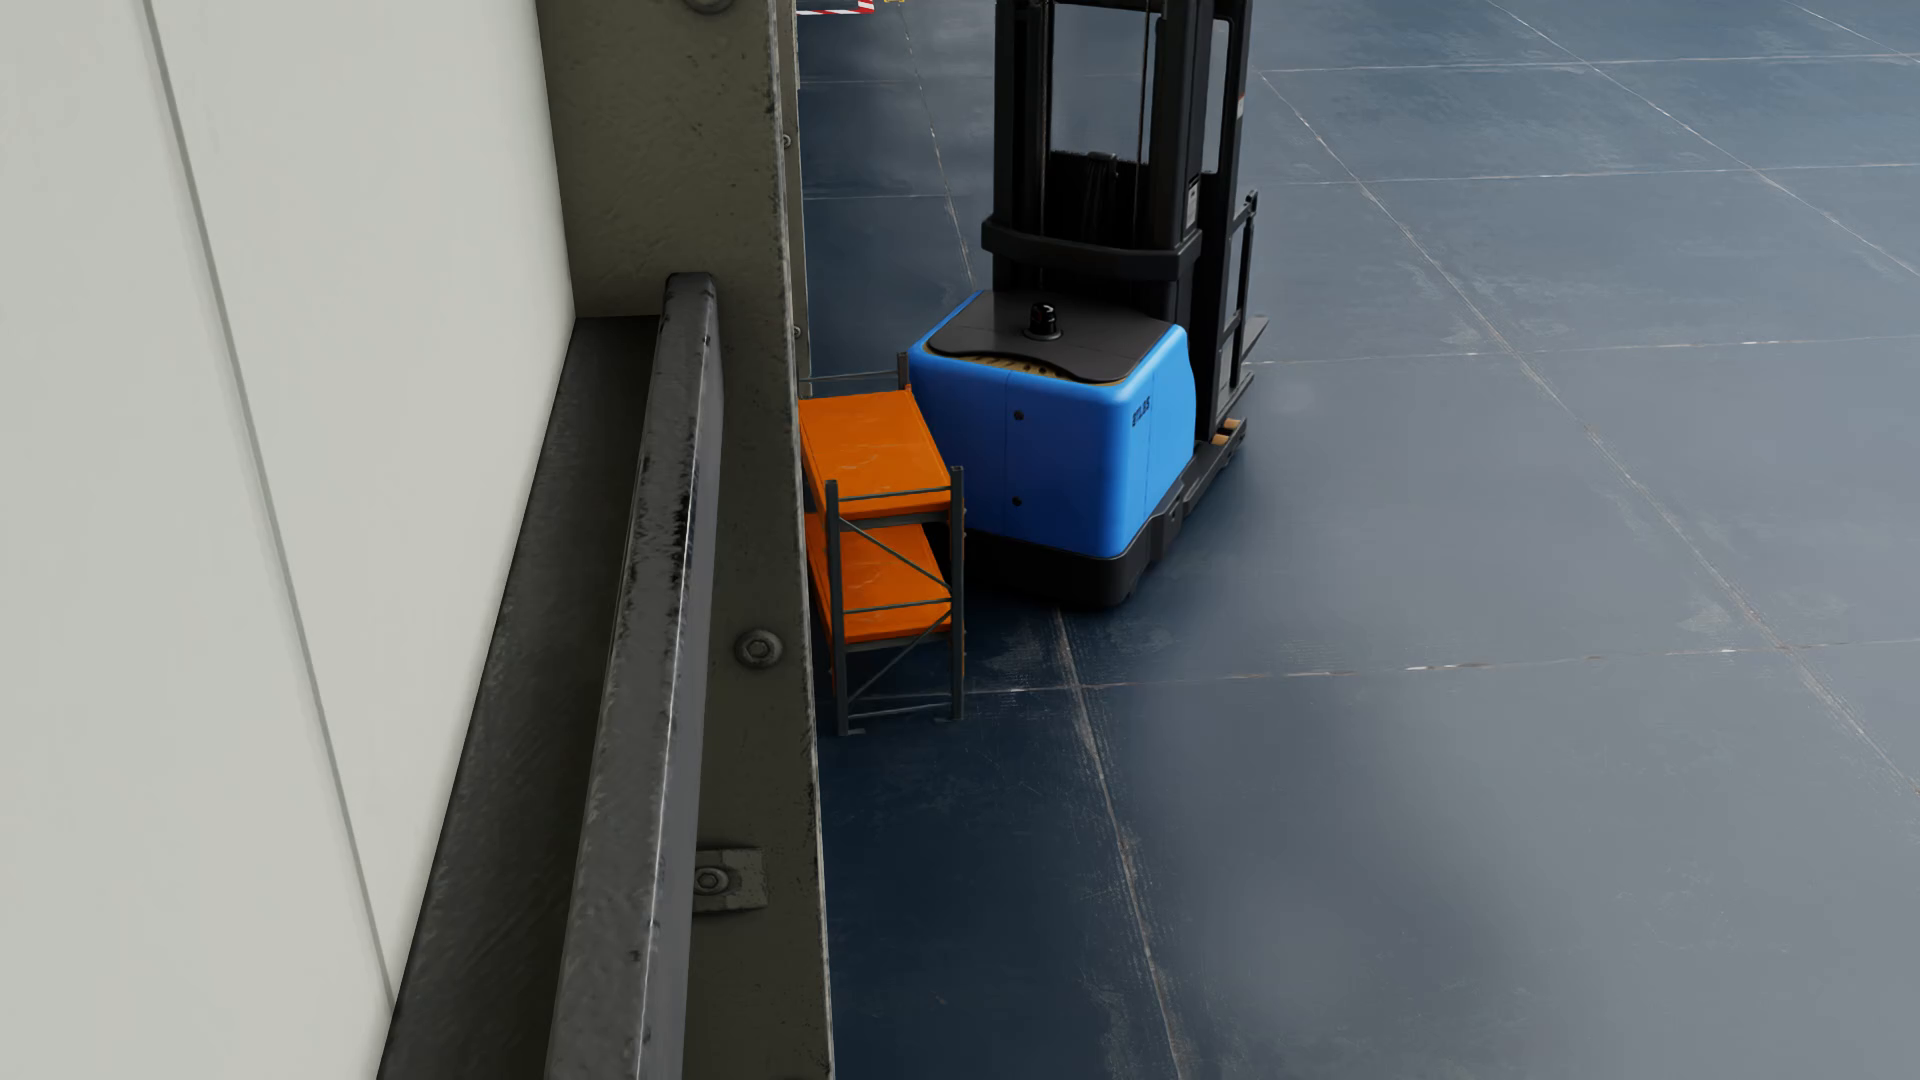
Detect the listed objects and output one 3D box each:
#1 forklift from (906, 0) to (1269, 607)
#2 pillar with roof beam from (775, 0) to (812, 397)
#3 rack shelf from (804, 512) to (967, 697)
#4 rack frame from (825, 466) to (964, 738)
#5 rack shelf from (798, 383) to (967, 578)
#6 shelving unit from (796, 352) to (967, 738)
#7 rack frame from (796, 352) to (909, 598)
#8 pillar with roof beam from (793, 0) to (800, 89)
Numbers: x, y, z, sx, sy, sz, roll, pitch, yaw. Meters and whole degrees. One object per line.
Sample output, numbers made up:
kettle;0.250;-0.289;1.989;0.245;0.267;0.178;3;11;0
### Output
forklift;0.818;-1.708;7.751;1.130;2.935;3.031;13;33;21
pillar with roof beam;3.308;-4.948;7.259;9.100;9.000;0.400;-3;31;-5
rack shelf;-0.346;0.205;6.786;0.538;0.278;1.000;-7;31;-11
rack frame;-0.234;0.250;6.235;0.500;1.125;0.032;-7;31;-11
rack shelf;-0.346;-0.256;6.510;0.538;0.278;1.000;-7;31;-11
shelving unit;-0.346;-0.004;6.661;0.538;1.125;1.048;-7;31;-11
rack frame;-0.458;-0.259;7.086;0.500;1.125;0.032;-7;31;-11
pillar with roof beam;2.747;-8.012;12.388;9.100;9.000;0.400;-3;31;-5
